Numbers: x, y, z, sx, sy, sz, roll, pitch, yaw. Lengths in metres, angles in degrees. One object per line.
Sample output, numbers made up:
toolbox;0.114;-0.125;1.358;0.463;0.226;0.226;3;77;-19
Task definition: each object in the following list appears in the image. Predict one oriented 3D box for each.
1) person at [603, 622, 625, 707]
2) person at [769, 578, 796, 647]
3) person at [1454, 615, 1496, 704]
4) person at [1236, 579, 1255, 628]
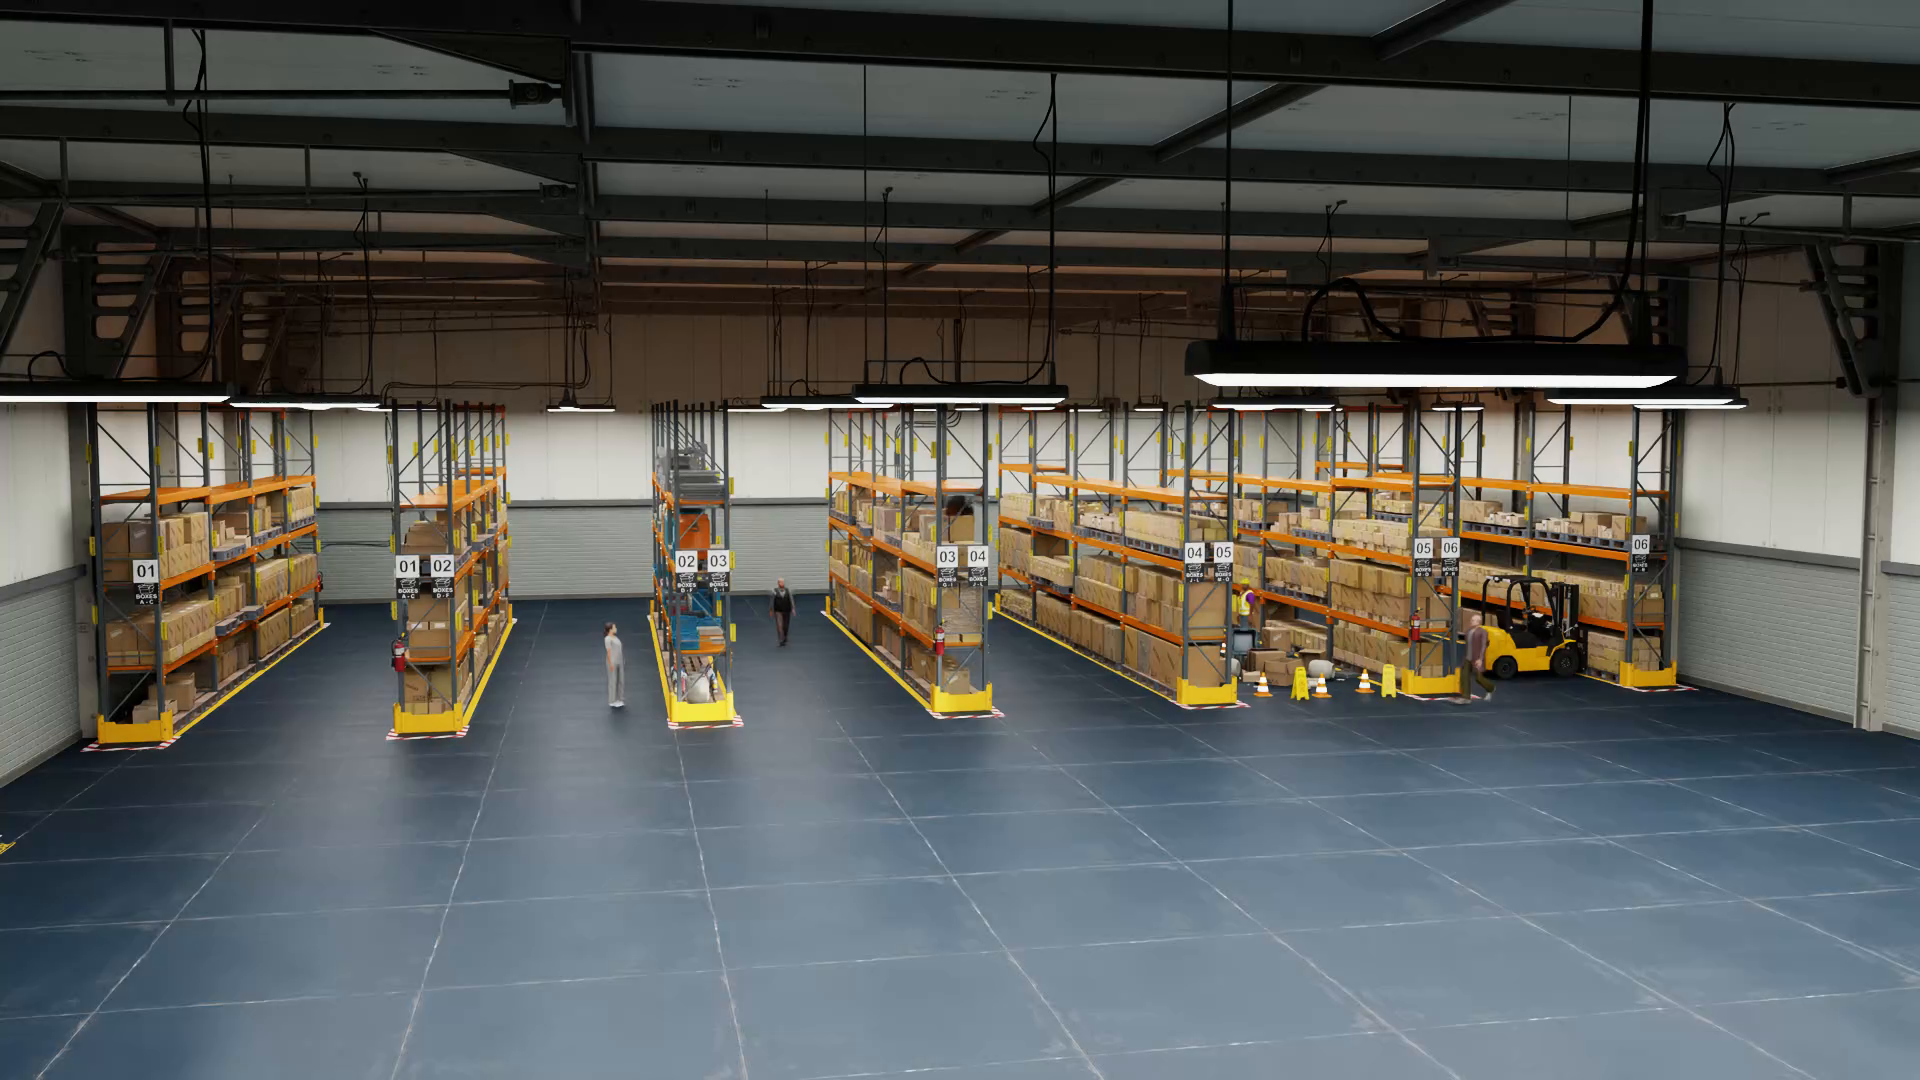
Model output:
person;-6.778;2.449;32.709;0.408;1.699;0.529;2;5;28
person;-4.414;1.785;41.244;0.621;1.680;1.066;-1;4;-16
person;10.209;2.357;32.897;0.904;1.762;0.563;-3;5;-33
person;6.887;1.817;40.086;0.374;1.766;0.631;0;4;-4
